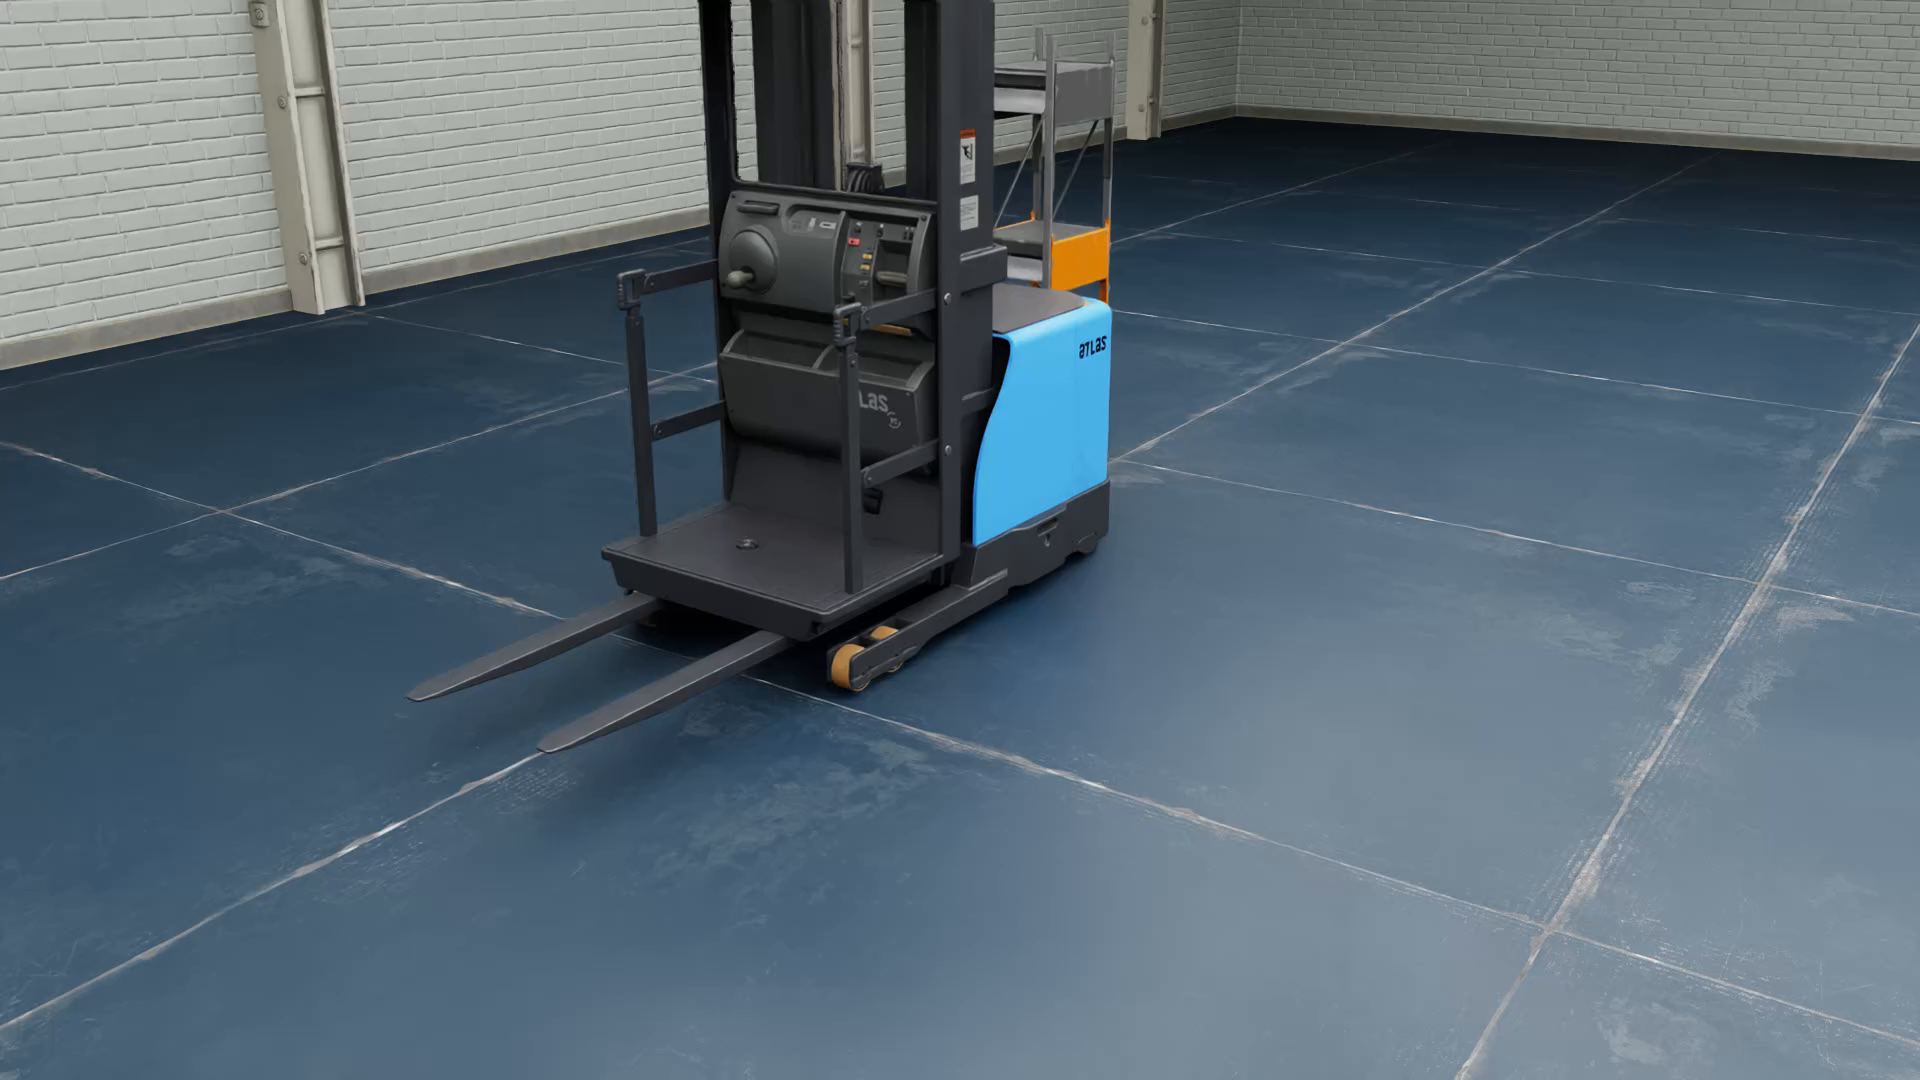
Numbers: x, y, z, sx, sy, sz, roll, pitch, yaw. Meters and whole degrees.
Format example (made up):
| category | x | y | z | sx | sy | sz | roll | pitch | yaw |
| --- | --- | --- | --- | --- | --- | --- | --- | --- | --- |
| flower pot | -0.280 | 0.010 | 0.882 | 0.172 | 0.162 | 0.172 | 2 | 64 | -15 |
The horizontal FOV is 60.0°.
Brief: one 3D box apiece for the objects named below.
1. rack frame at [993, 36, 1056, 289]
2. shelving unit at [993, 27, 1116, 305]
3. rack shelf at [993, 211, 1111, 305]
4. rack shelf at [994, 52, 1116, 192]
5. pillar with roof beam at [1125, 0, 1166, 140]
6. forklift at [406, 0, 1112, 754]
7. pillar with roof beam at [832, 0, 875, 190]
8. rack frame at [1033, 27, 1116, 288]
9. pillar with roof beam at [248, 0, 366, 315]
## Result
| category | x | y | z | sx | sy | sz | roll | pitch | yaw |
| --- | --- | --- | --- | --- | --- | --- | --- | --- | --- |
| rack frame | 0.219 | -1.089 | 7.184 | 0.400 | 2.100 | 0.015 | 14 | 24 | 33 |
| shelving unit | 0.359 | -1.159 | 7.371 | 0.431 | 2.100 | 0.503 | 14 | 24 | 33 |
| rack shelf | 0.359 | -1.146 | 7.376 | 0.431 | 0.518 | 0.480 | 14 | 24 | 33 |
| rack shelf | 0.359 | -1.802 | 7.133 | 0.431 | 0.518 | 0.480 | 14 | 24 | 33 |
| pillar with roof beam | 5.868 | -8.461 | 17.169 | 9.100 | 9.000 | 0.400 | 13 | 24 | 32 |
| forklift | -0.619 | -1.032 | 5.831 | 1.130 | 2.935 | 3.031 | 14 | 24 | 33 |
| pillar with roof beam | 2.495 | -6.740 | 12.515 | 9.100 | 9.000 | 0.400 | 13 | 24 | 32 |
| rack frame | 0.500 | -1.228 | 7.558 | 0.400 | 2.100 | 0.015 | 14 | 24 | 33 |
| pillar with roof beam | -0.878 | -5.018 | 7.861 | 9.100 | 9.000 | 0.400 | 13 | 24 | 32 |
